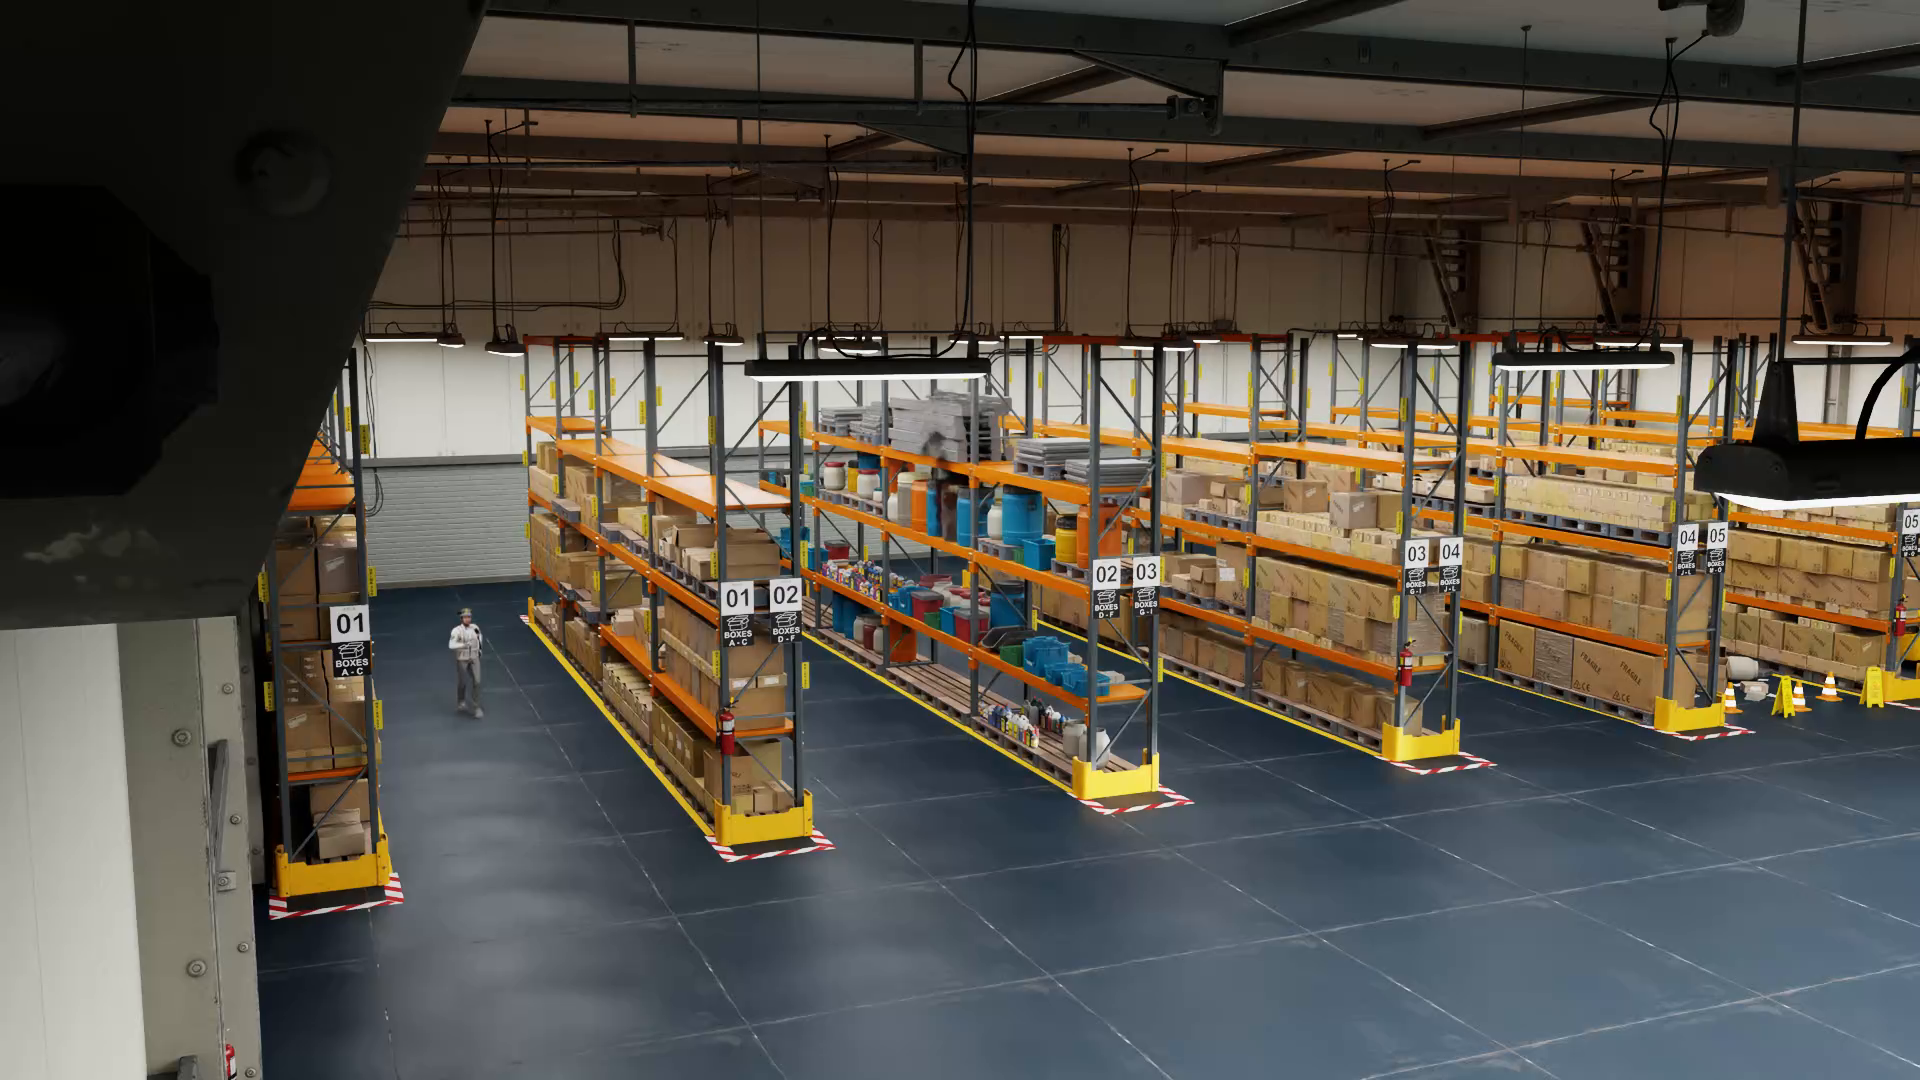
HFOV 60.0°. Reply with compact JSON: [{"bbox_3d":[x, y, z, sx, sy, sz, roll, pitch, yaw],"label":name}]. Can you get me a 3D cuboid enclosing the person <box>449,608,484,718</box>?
[{"bbox_3d":[-7.884,1.937,26.643,0.600,1.726,0.778,-5,9,-32],"label":"person"}]
